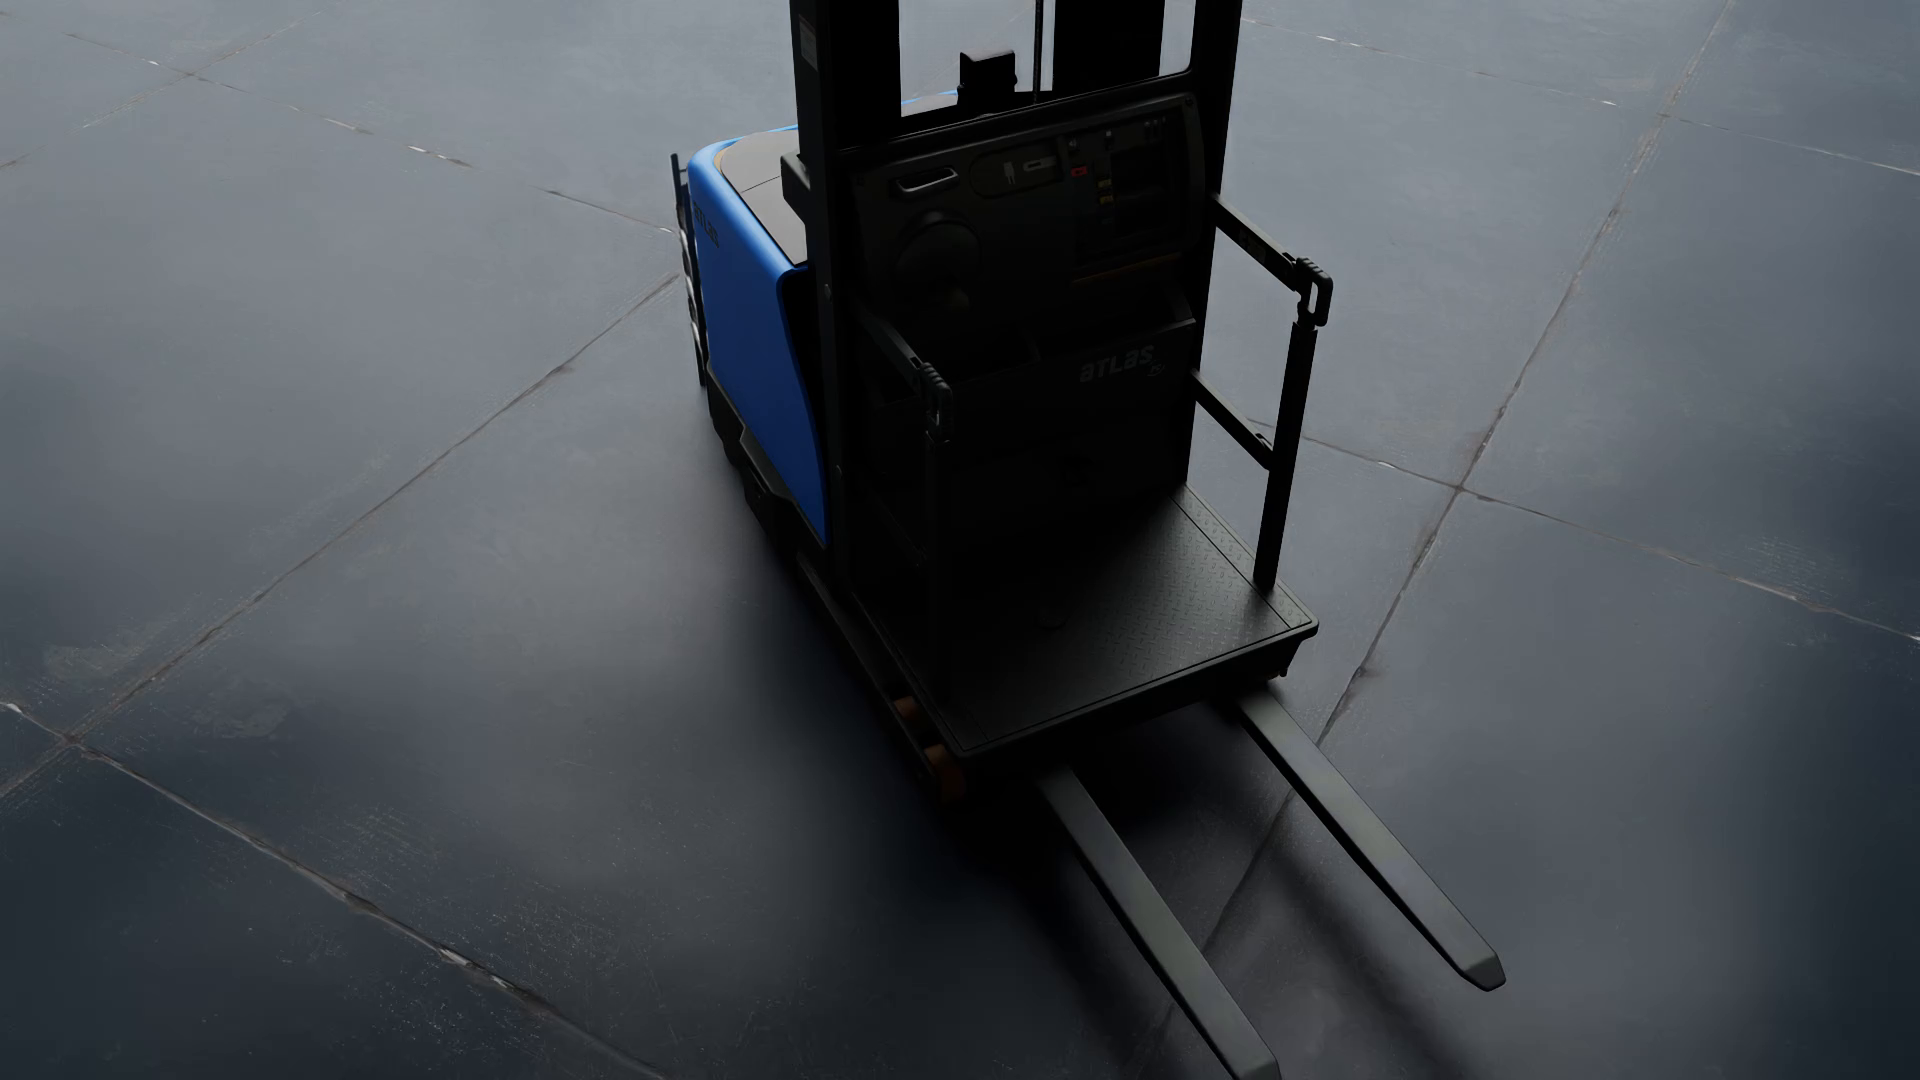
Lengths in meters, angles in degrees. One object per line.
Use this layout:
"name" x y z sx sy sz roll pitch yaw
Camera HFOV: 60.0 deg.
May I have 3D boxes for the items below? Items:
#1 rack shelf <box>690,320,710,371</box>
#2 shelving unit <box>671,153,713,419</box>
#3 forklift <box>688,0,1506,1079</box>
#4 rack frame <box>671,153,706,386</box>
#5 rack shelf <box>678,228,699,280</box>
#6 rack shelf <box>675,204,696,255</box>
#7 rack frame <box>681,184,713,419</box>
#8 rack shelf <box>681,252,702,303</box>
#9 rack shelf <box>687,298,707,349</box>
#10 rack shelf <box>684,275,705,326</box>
"rack shelf" -0.773 -0.683 5.667 0.258 0.077 0.200 -11 42 -13
"shelving unit" -0.774 -0.844 5.527 0.258 0.900 0.210 -11 42 -13
"forklift" 0.275 -0.731 3.862 1.130 2.935 3.031 -18 44 -19
"rack frame" -0.803 -0.908 5.600 0.240 0.900 0.006 -11 42 -13
"rack shelf" -0.774 -0.954 5.430 0.258 0.077 0.200 -11 42 -13
"rack shelf" -0.774 -1.022 5.371 0.258 0.077 0.200 -11 42 -13
"rack frame" -0.744 -0.780 5.454 0.240 0.900 0.006 -11 42 -13
"rack shelf" -0.774 -0.887 5.490 0.258 0.077 0.200 -11 42 -13
"rack shelf" -0.773 -0.751 5.608 0.258 0.077 0.200 -11 42 -13
"rack shelf" -0.774 -0.819 5.549 0.258 0.077 0.200 -11 42 -13
